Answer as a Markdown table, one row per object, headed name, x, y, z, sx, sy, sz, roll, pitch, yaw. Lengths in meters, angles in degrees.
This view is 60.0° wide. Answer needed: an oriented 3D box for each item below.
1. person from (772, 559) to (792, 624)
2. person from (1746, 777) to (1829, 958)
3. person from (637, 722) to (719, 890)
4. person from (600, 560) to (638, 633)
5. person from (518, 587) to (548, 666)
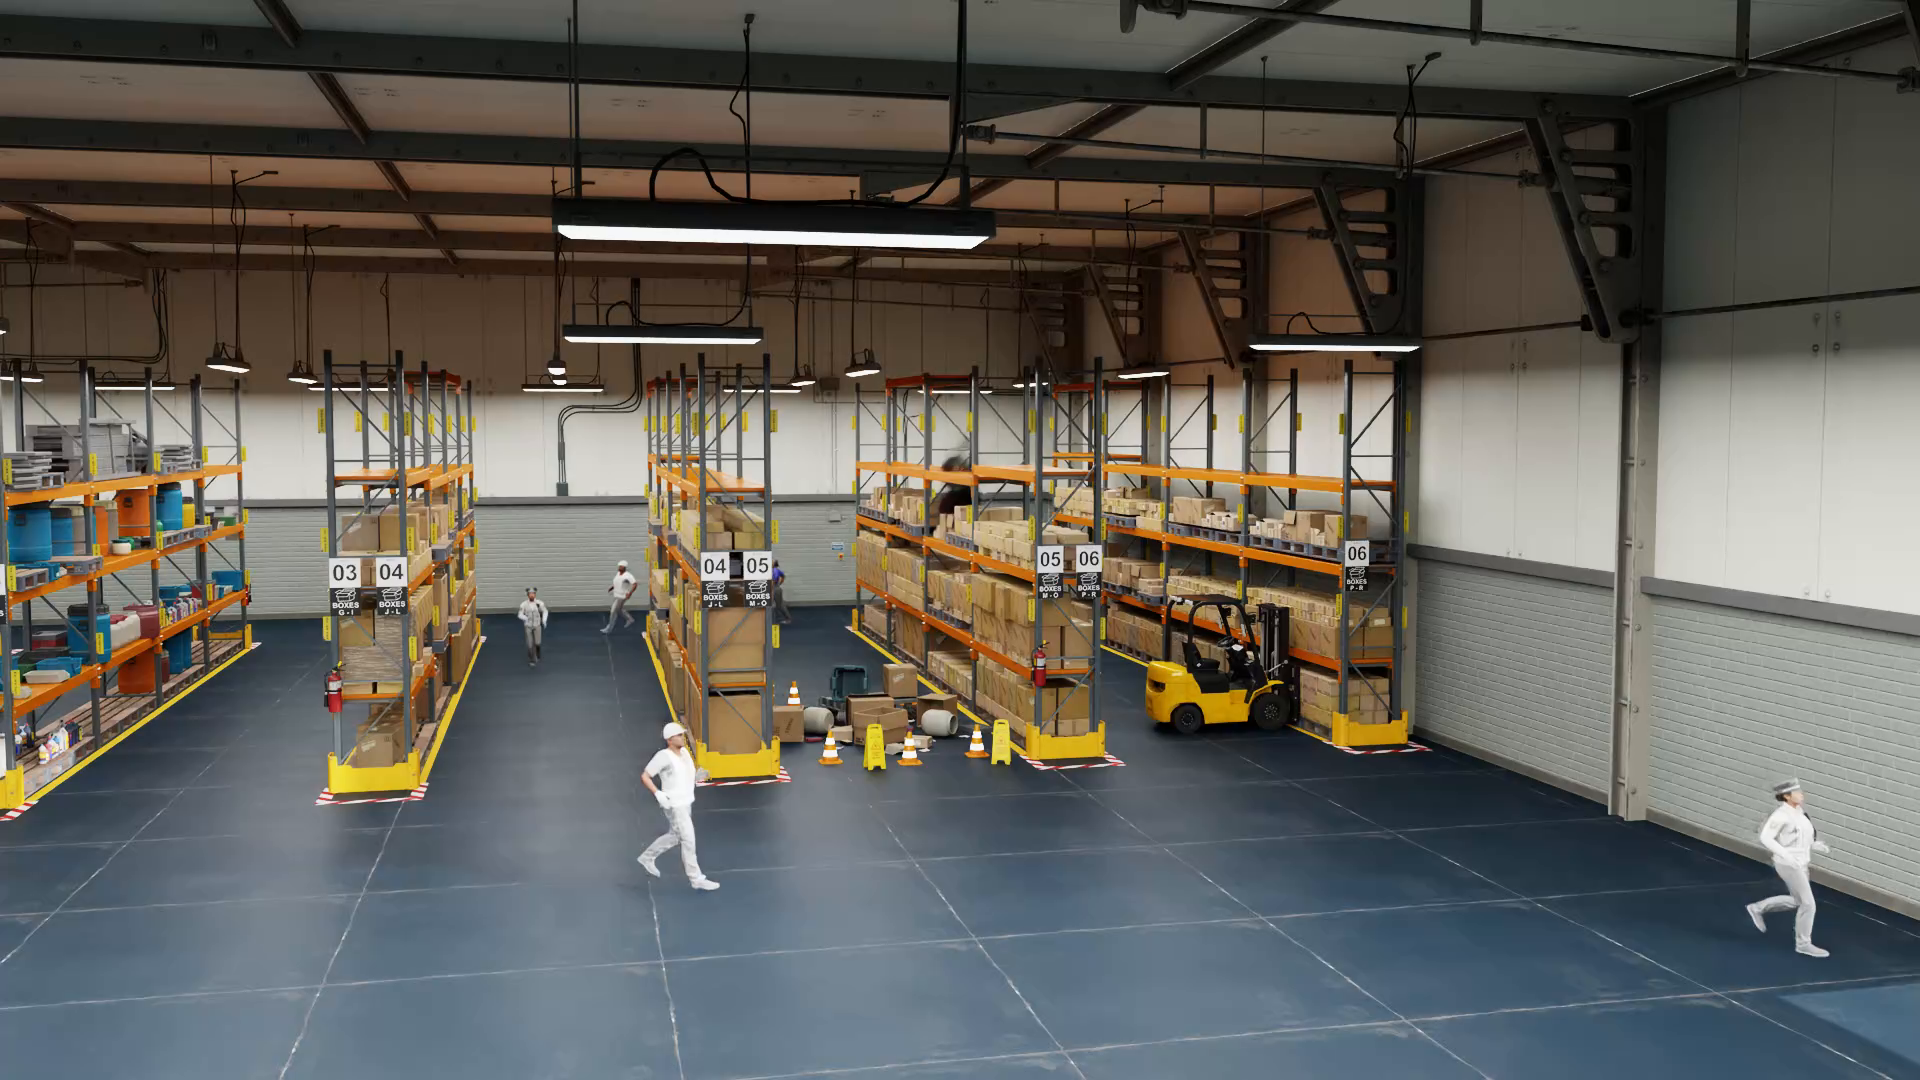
| name | x | y | z | sx | sy | sz | roll | pitch | yaw |
| --- | --- | --- | --- | --- | --- | --- | --- | --- | --- |
| person | -4.542 | 1.320 | 41.249 | 0.741 | 1.705 | 0.558 | -1 | 4 | -10 |
| person | 7.867 | 3.069 | 15.809 | 0.626 | 1.662 | 0.785 | -4 | 6 | -44 |
| person | -3.049 | 2.840 | 17.890 | 1.003 | 1.763 | 0.687 | 1 | 4 | 14 |
| person | -8.140 | 1.352 | 39.895 | 0.961 | 1.722 | 0.764 | -3 | 5 | -40 |
| person | -8.782 | 1.787 | 34.223 | 0.596 | 1.660 | 0.577 | -1 | 4 | -14 |
